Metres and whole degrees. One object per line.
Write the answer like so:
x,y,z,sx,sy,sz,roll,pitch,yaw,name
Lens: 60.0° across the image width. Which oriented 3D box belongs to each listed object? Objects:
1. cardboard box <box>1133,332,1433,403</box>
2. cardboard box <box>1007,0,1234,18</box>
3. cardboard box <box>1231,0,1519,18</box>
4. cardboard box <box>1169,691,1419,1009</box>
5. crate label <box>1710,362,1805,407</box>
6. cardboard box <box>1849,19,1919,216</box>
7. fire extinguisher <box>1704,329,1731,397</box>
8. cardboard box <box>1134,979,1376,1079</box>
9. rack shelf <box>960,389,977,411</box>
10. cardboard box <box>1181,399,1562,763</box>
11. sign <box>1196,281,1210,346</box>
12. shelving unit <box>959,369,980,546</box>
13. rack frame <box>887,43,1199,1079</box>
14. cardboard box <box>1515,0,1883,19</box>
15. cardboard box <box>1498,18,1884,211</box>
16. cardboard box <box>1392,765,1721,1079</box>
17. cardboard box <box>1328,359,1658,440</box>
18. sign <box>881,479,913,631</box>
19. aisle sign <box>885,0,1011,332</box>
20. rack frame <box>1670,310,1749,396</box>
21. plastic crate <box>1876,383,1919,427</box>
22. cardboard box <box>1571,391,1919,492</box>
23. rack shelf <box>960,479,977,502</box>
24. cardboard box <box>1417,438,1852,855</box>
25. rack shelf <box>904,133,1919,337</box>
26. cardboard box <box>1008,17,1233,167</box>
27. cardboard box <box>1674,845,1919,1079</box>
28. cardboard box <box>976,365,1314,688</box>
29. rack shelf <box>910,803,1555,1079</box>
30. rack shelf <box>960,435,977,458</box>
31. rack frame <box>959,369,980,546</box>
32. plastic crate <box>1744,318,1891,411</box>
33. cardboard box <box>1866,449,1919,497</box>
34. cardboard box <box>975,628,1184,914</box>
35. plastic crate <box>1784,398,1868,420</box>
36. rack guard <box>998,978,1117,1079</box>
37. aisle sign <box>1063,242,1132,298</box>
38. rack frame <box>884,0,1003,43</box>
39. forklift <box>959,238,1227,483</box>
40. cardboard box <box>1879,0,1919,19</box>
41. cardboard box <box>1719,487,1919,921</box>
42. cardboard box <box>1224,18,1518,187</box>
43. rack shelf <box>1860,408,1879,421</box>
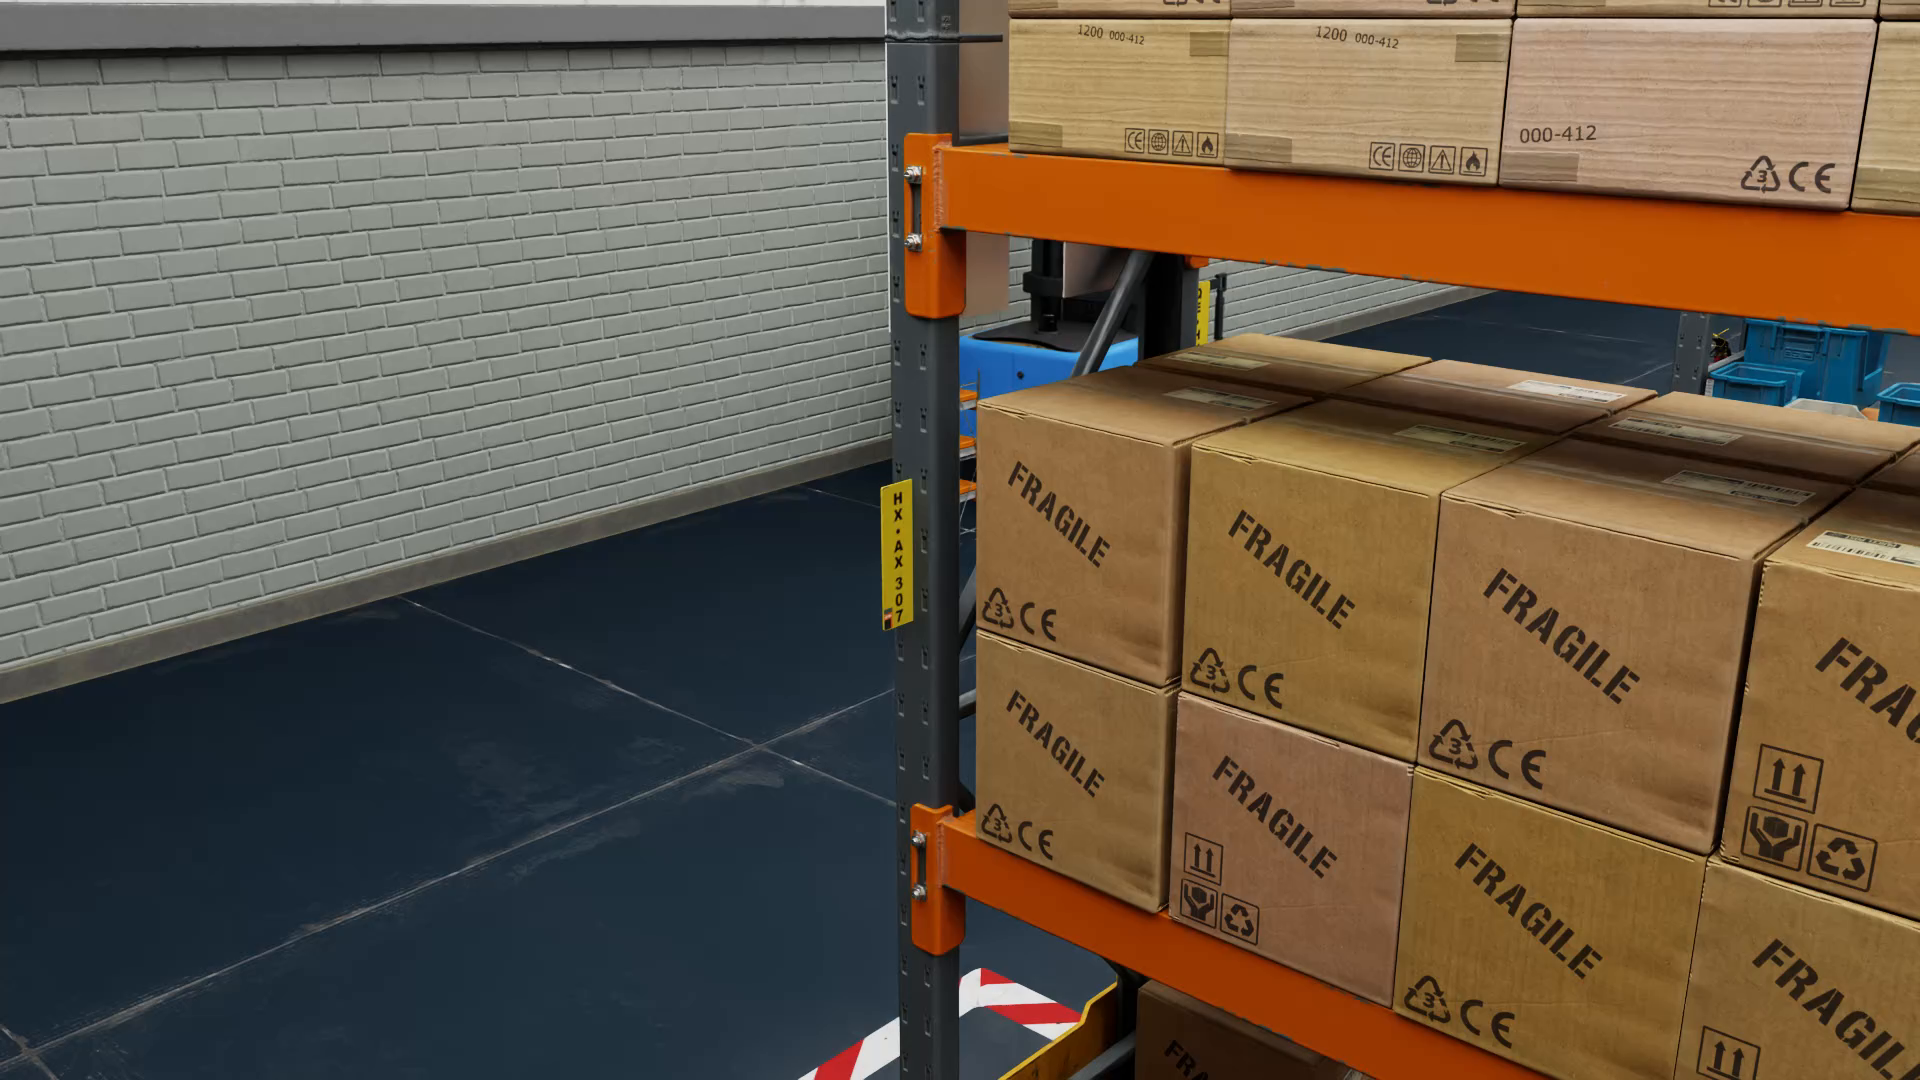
0.742,-0.174,3.884,0.500,0.500,0.500,15,23,39,cardboard box
0.438,-1.112,3.119,0.500,0.250,0.500,15,23,39,cardboard box
0.807,-1.010,2.797,0.500,0.250,0.500,15,23,39,cardboard box
0.773,0.526,3.330,0.500,0.500,0.500,15,23,39,cardboard box
3.483,-0.622,7.290,0.303,0.233,0.416,15,23,39,crate label
1.560,-0.573,2.246,0.500,0.250,0.500,15,23,39,cardboard box
3.706,-0.716,8.153,0.183,0.674,0.296,15,23,39,fire extinguisher
0.796,1.358,4.279,0.500,0.500,0.500,15,23,39,cardboard box
-0.040,-0.772,9.904,0.240,0.259,0.215,15,23,39,rack shelf
0.779,0.050,3.176,0.500,0.500,0.500,15,23,40,cardboard box
0.610,-0.501,4.296,0.005,0.325,0.100,15,23,39,sign
-0.040,-0.511,9.987,0.252,1.050,0.215,15,23,39,shelving unit
0.226,0.323,4.136,0.127,3.000,1.000,15,23,39,rack frame
1.185,-0.911,2.486,0.500,0.250,0.500,15,23,39,cardboard box
1.182,-0.672,2.558,0.500,0.250,0.500,15,23,39,cardboard box
1.146,0.628,3.010,0.500,0.500,0.500,15,23,39,cardboard box
1.120,-0.073,3.565,0.500,0.500,0.500,16,24,41,cardboard box
-0.134,0.033,3.618,0.005,0.325,0.100,15,23,39,sign
-0.020,-0.864,3.577,0.004,0.787,0.394,15,23,39,aisle sign
3.517,-0.797,7.665,0.127,3.000,1.000,15,23,39,rack frame
3.976,-0.490,6.874,0.300,0.233,0.416,15,23,39,plastic crate
1.511,0.030,3.241,0.500,0.500,0.500,16,24,41,cardboard box
-0.040,-0.236,10.074,0.240,0.259,0.215,15,23,39,rack shelf
1.150,0.152,2.856,0.500,0.500,0.500,15,23,40,cardboard box
1.722,-0.363,2.526,4.000,0.370,1.077,15,23,39,rack shelf
0.442,-0.875,3.199,0.500,0.250,0.500,15,23,39,cardboard box
1.519,0.728,2.693,0.500,0.500,0.500,15,23,40,cardboard box
0.383,-0.053,3.501,0.500,0.500,0.500,16,24,41,cardboard box
1.722,1.067,2.980,4.000,0.370,1.077,15,23,39,rack shelf
-0.040,-0.501,9.990,0.240,0.259,0.215,15,23,39,rack shelf
0.051,-0.487,9.910,0.008,1.050,0.200,15,23,39,rack frame
3.891,-0.818,7.572,0.499,0.435,0.616,15,23,39,plastic crate
1.895,0.133,2.916,0.500,0.500,0.500,16,24,41,cardboard box
0.383,0.424,3.652,0.500,0.500,0.500,16,23,40,cardboard box
3.668,-0.493,7.043,0.298,0.136,0.250,15,23,39,plastic crate
0.283,1.529,4.466,0.348,0.500,1.175,15,23,39,rack guard
0.379,-0.999,4.004,0.004,0.787,0.394,15,23,39,aisle sign
0.226,-2.537,3.229,0.127,3.000,1.000,15,23,39,rack frame
1.226,-1.940,11.378,1.130,2.935,3.031,13,22,34,forklift
1.557,-0.810,2.167,0.500,0.250,0.500,15,23,39,cardboard box
1.531,0.254,2.535,0.500,0.500,0.500,15,23,39,cardboard box
0.807,-0.772,2.873,0.500,0.250,0.500,15,23,39,cardboard box
5.013,-0.053,6.509,4.000,0.370,1.077,15,23,39,rack shelf
